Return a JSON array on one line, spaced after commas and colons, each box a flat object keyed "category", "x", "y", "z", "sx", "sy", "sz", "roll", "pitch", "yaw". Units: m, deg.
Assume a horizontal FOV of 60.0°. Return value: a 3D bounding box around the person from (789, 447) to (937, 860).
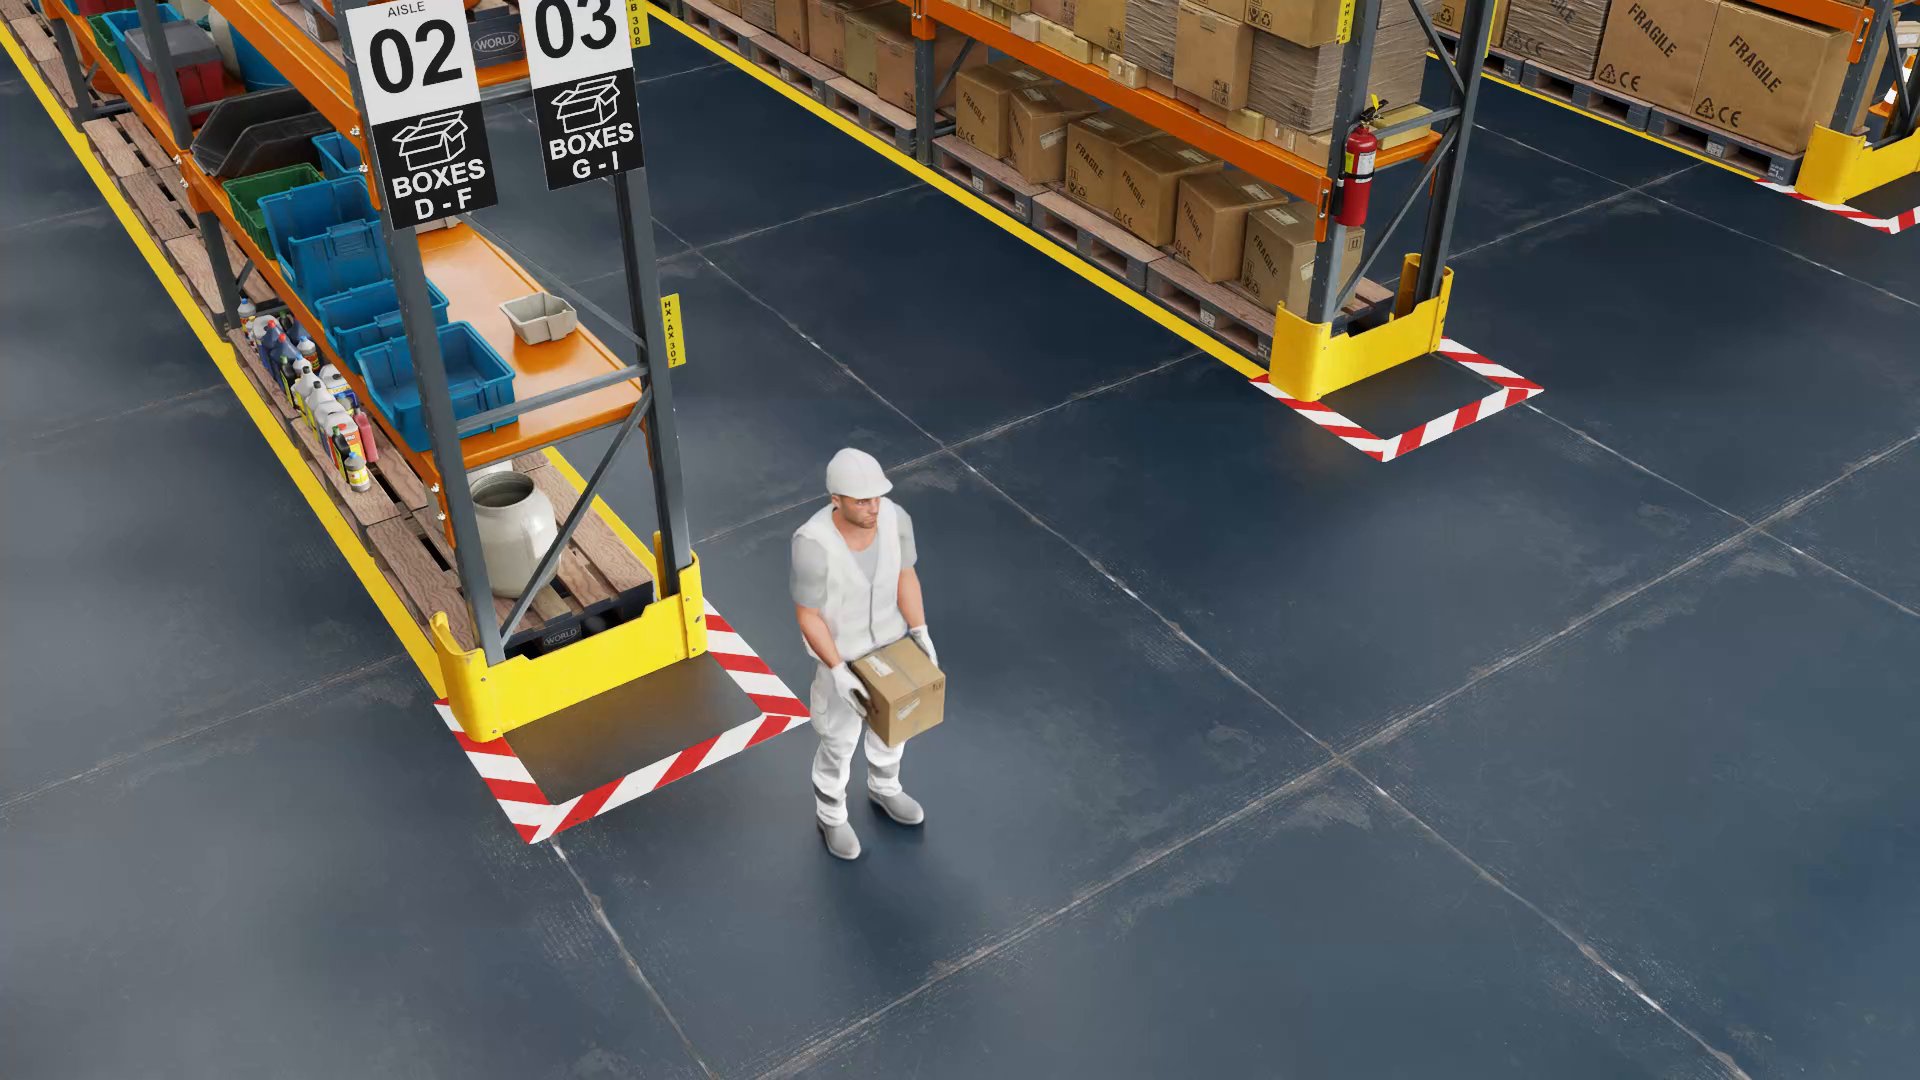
[{"category": "person", "x": -0.356, "y": 0.436, "z": 6.381, "sx": 0.533, "sy": 1.793, "sz": 0.474, "roll": -23, "pitch": 42, "yaw": -28}]
